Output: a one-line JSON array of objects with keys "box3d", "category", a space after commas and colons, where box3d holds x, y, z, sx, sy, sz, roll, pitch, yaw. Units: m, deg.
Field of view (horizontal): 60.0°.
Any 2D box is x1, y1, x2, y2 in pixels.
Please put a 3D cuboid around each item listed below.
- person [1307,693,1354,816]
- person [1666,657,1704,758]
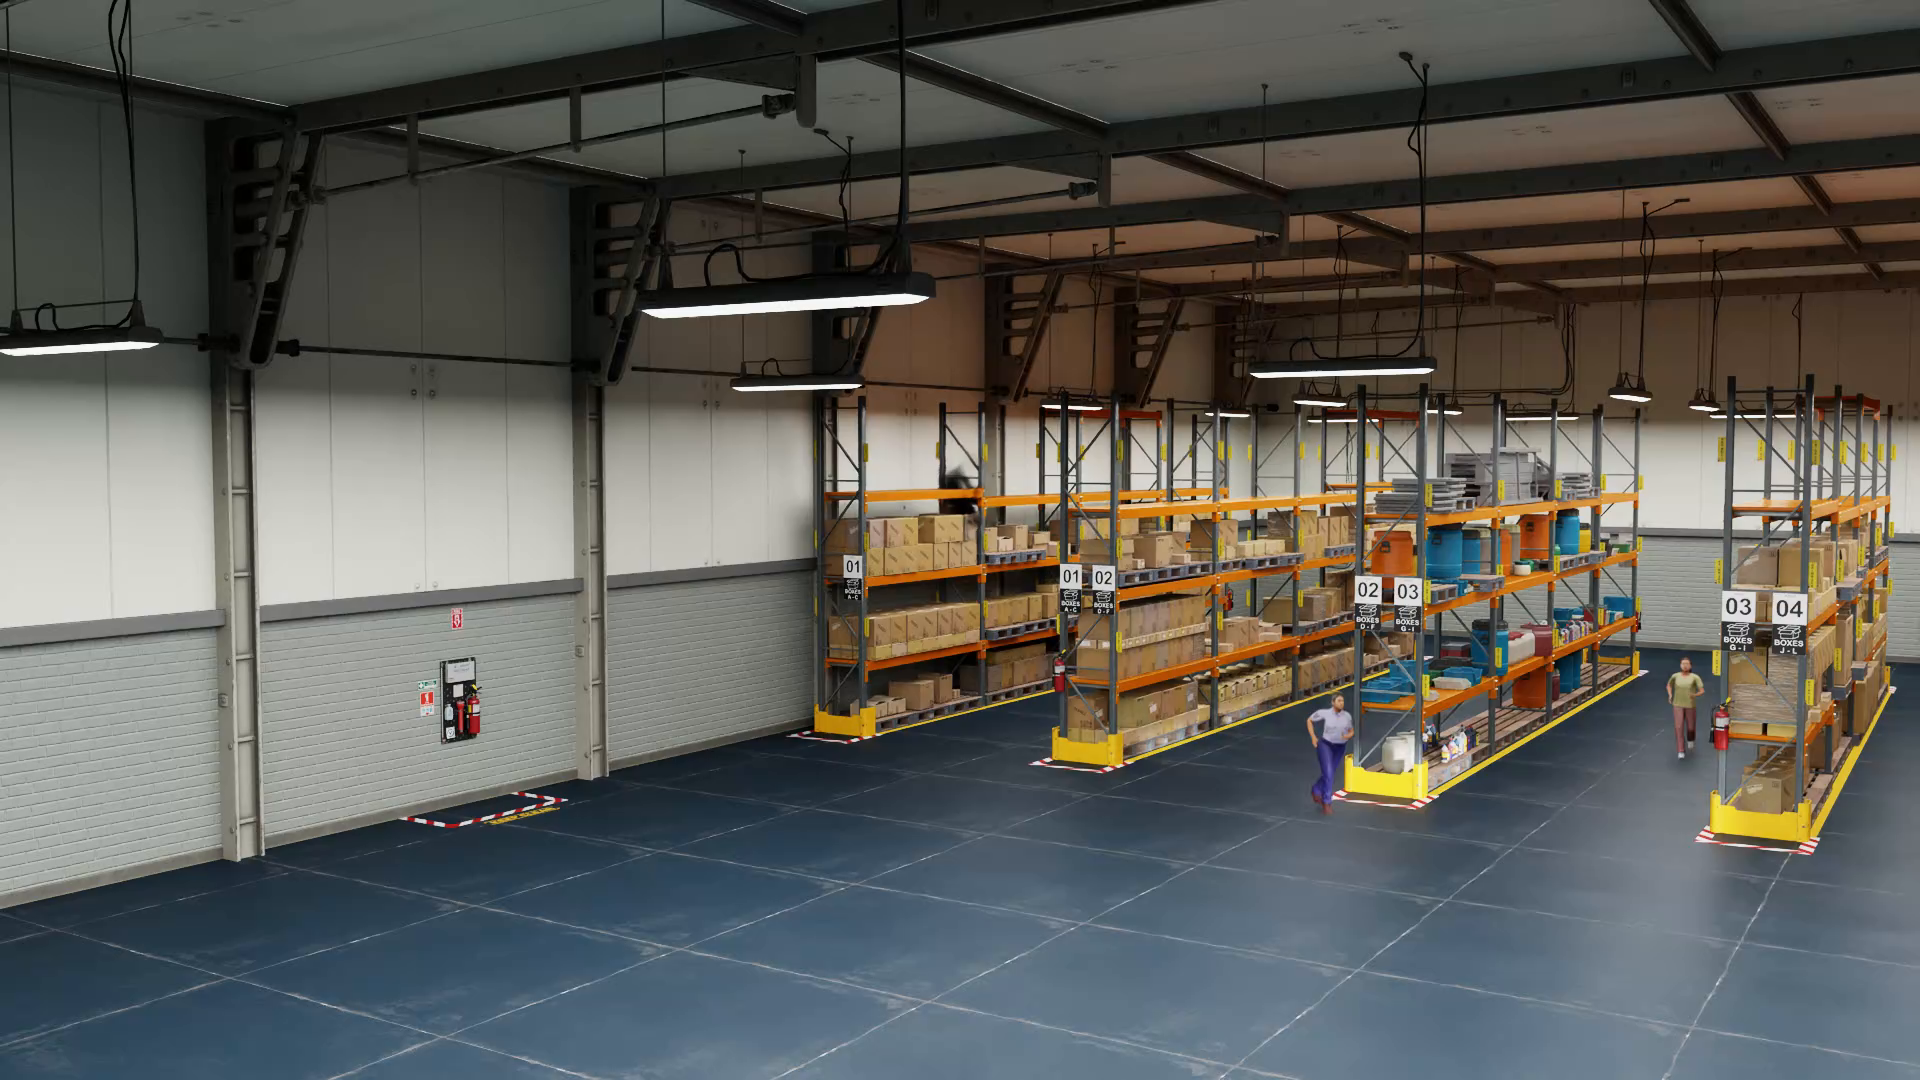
[{"box3d": [5.225, 2.983, 23.376, 0.618, 1.680, 0.832, -1, 3, -18], "category": "person"}, {"box3d": [11.928, 2.744, 27.379, 0.589, 1.635, 0.802, 2, 3, 28], "category": "person"}]
